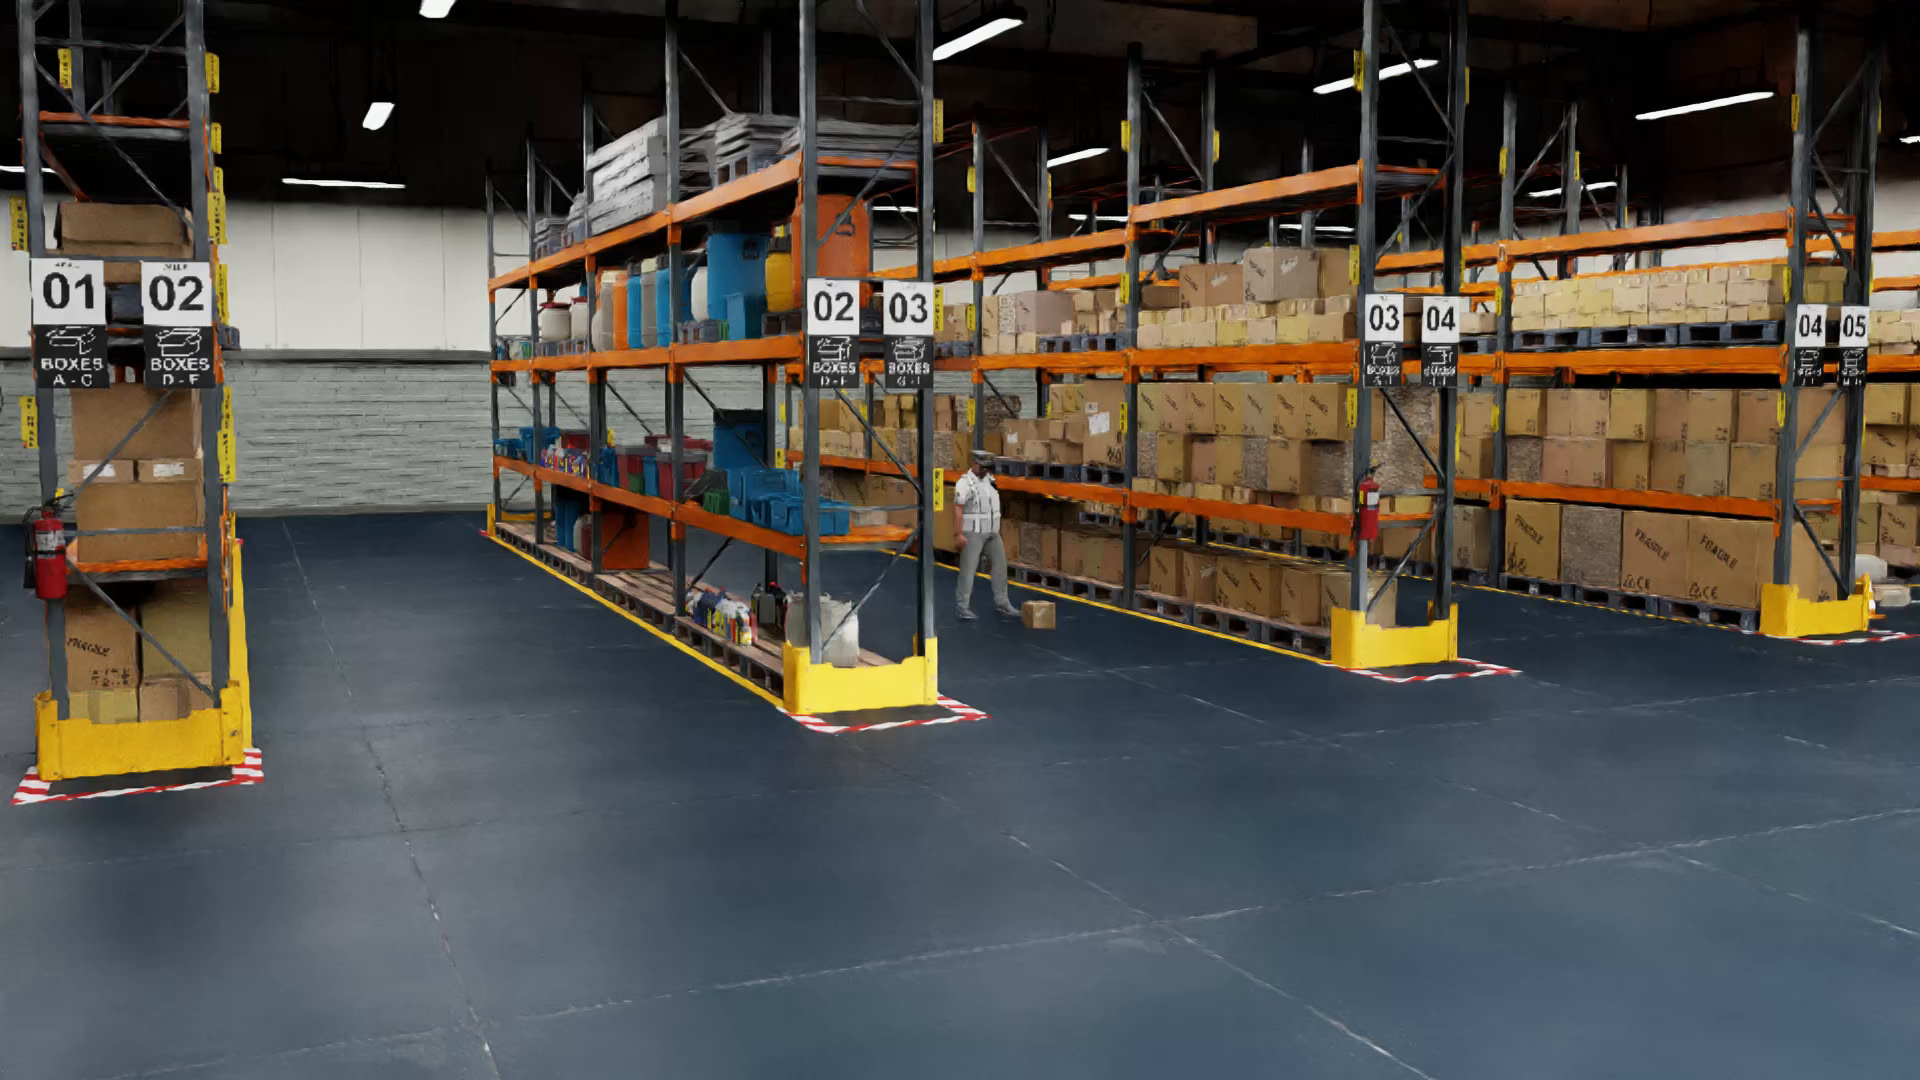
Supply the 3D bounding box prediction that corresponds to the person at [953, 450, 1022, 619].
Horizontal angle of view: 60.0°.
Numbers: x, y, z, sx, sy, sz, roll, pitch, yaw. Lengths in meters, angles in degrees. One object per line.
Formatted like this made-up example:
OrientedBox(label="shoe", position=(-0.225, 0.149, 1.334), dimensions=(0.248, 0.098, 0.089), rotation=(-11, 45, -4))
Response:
OrientedBox(label="person", position=(0.264, -0.070, 17.316), dimensions=(0.689, 1.741, 0.481), rotation=(-5, 7, -42))
